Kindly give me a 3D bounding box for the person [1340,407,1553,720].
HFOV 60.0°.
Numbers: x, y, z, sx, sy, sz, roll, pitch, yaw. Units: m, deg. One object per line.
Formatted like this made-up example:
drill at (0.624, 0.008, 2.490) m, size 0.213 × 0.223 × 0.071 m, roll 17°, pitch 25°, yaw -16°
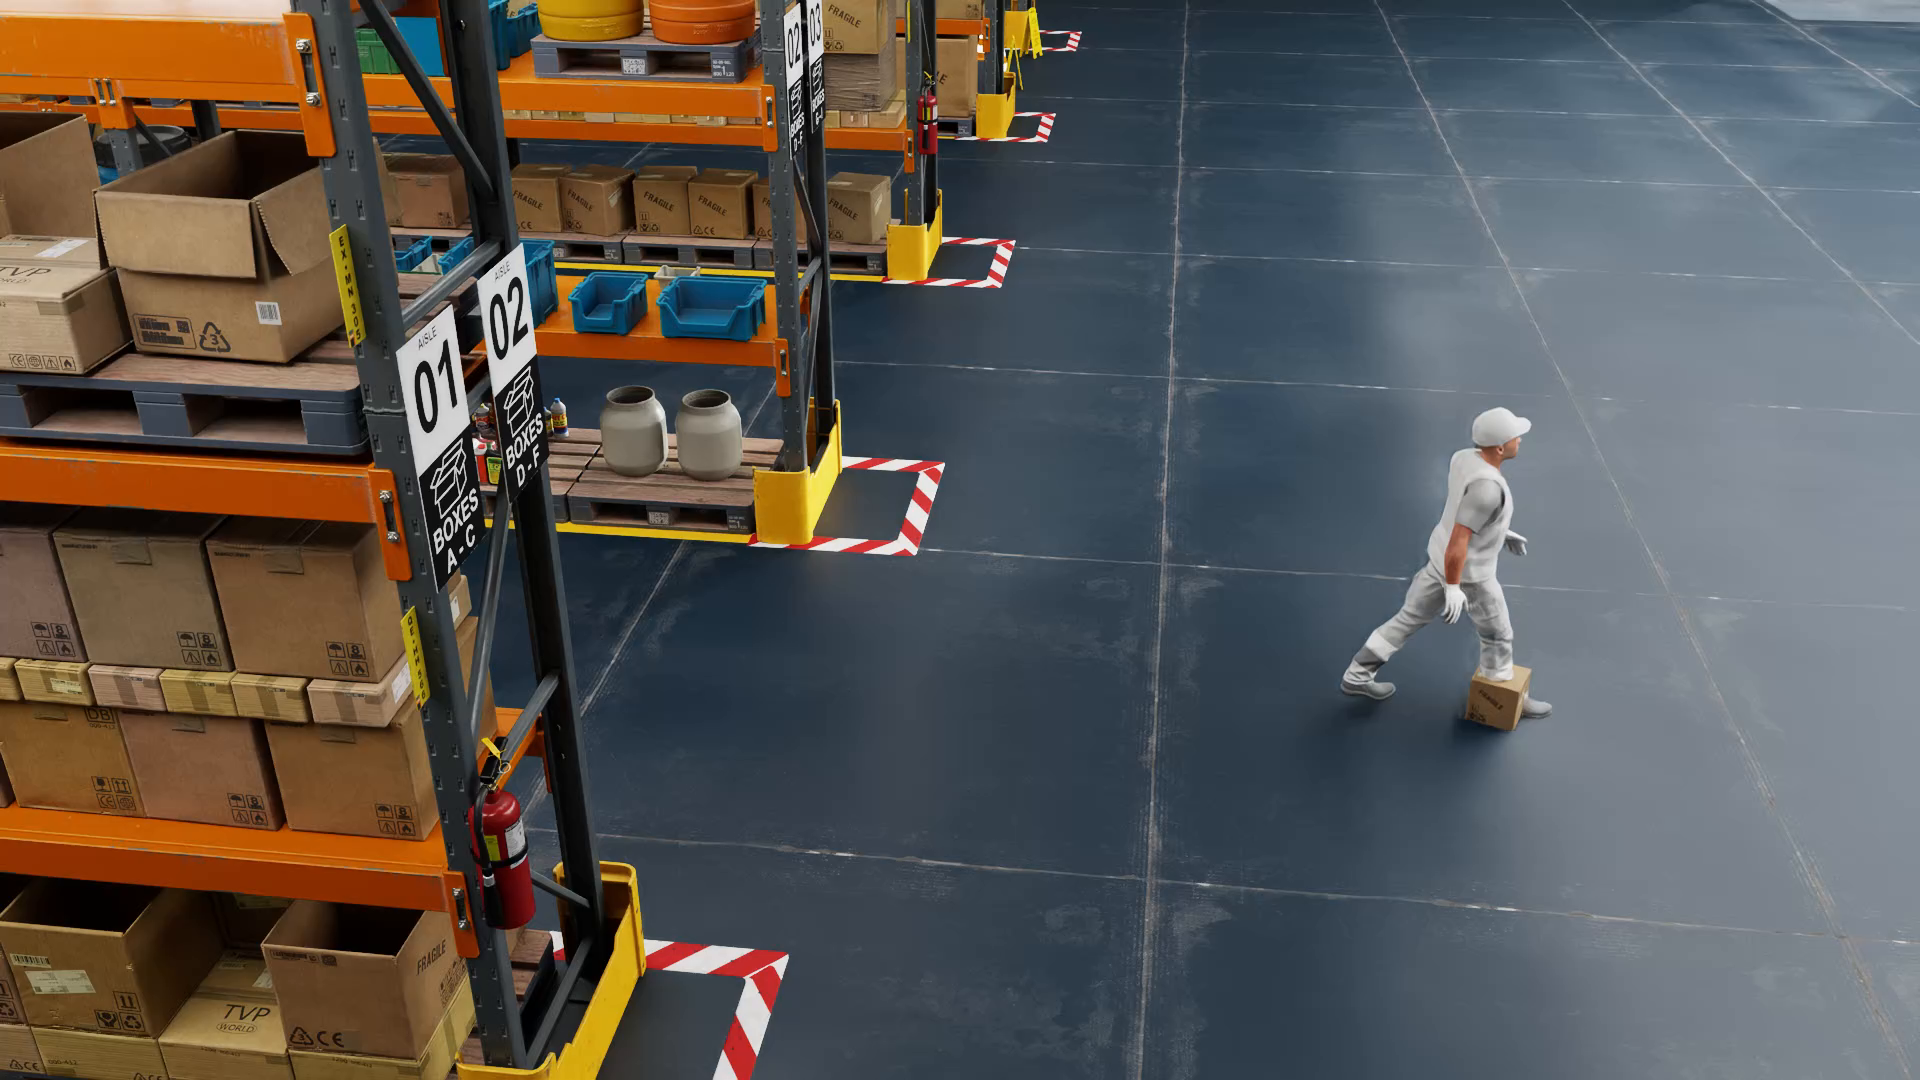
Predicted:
person at (2.568, 0.146, 8.376) m, size 1.112 × 1.737 × 0.657 m, roll -1°, pitch 28°, yaw -3°
